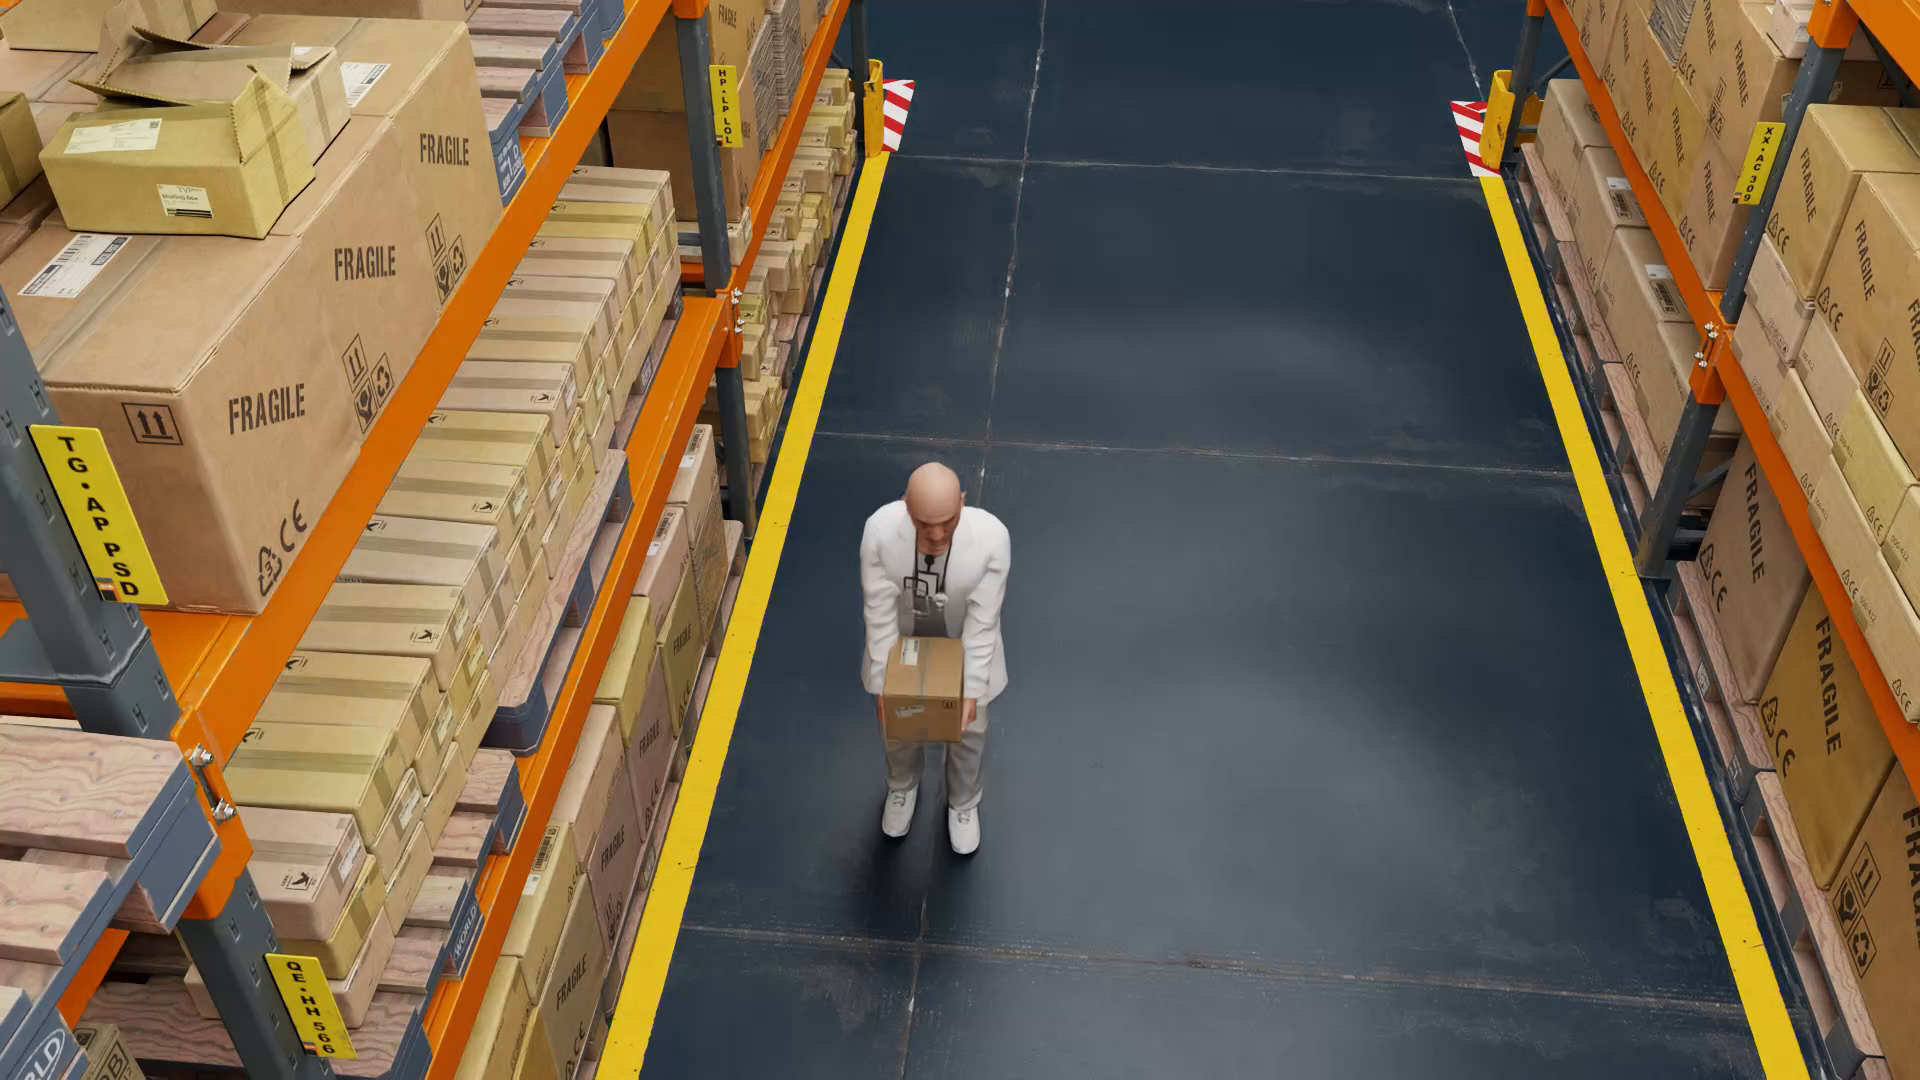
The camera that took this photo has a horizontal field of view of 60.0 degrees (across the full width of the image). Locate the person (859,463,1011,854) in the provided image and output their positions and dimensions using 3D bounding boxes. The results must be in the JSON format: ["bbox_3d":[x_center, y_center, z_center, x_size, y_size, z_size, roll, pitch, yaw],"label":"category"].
[{"bbox_3d":[-0.099,0.400,5.714,0.529,1.744,0.598,3,40,4],"label":"person"}]
